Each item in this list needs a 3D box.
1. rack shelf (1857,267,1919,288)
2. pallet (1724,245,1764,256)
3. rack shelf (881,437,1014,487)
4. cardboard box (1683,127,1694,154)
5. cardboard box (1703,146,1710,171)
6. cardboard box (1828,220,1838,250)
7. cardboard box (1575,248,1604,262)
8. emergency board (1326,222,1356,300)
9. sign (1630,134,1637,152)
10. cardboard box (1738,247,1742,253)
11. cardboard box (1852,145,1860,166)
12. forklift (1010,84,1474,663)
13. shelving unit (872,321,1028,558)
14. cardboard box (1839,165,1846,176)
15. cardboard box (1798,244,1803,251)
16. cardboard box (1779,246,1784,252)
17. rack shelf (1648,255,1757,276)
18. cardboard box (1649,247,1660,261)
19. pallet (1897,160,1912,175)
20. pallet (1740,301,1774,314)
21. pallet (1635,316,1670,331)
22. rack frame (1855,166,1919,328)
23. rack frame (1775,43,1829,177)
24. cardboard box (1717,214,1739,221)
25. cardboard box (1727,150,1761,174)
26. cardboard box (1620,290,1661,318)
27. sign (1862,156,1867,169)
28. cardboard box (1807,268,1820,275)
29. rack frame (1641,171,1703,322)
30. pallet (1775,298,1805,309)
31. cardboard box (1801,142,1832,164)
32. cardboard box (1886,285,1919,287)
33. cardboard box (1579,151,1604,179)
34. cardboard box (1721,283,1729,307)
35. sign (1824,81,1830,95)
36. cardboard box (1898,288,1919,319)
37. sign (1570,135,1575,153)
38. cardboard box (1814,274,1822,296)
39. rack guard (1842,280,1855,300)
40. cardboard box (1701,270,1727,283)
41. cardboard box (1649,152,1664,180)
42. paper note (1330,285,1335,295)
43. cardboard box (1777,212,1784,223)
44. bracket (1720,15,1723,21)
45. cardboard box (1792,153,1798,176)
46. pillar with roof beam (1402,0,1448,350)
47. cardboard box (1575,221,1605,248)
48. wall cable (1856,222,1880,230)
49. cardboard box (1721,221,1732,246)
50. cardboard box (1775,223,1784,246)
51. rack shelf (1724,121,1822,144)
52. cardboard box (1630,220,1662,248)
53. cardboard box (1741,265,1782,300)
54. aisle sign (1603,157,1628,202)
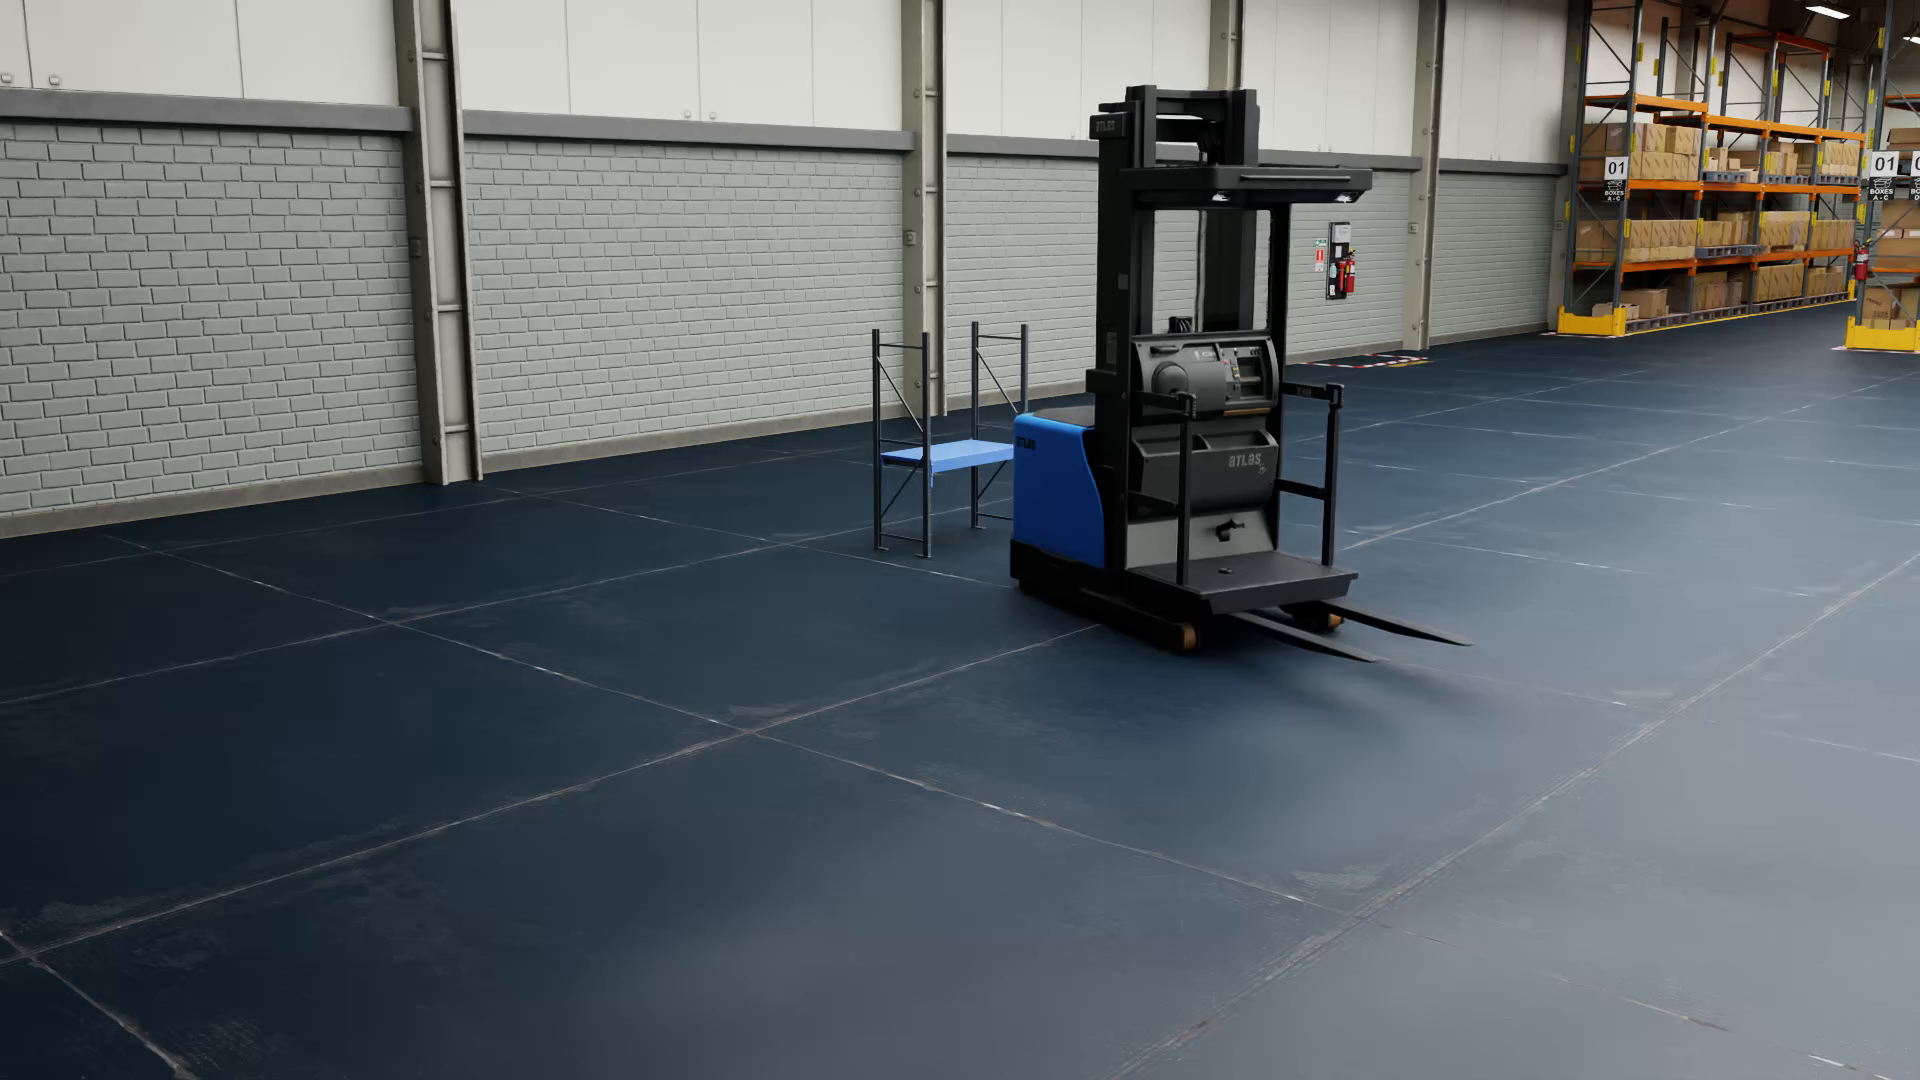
[{"bbox_3d":[16.724,-4.601,28.926,1.077,0.370,4.000,10,15,40],"label":"rack shelf"},{"bbox_3d":[16.571,-6.264,35.904,1.213,0.211,1.003,10,15,40],"label":"pallet"},{"bbox_3d":[-0.056,-0.547,11.537,0.538,0.185,1.000,10,15,40],"label":"rack shelf"},{"bbox_3d":[13.838,-7.717,32.172,0.500,0.500,0.500,11,16,43],"label":"cardboard box"},{"bbox_3d":[14.742,-7.684,33.539,0.500,0.500,0.500,-9,15,-39],"label":"cardboard box"},{"bbox_3d":[20.931,-7.505,40.862,0.980,0.700,0.700,9,14,38],"label":"cardboard box"},{"bbox_3d":[11.843,-5.330,31.069,0.500,0.250,0.500,10,15,41],"label":"cardboard box"},{"bbox_3d":[5.872,-4.273,25.447,0.194,1.169,0.643,10,15,40],"label":"emergency board"},{"bbox_3d":[12.088,-7.129,29.856,0.100,0.325,0.005,10,15,40],"label":"sign"},{"bbox_3d":[17.352,-6.382,36.595,0.380,0.149,0.250,9,15,40],"label":"cardboard box"},{"bbox_3d":[21.964,-9.531,41.253,0.500,0.500,0.500,10,15,40],"label":"cardboard box"},{"bbox_3d":[1.466,-0.944,8.954,1.130,2.935,3.031,-6,13,-29],"label":"forklift"},{"bbox_3d":[-0.056,-0.723,11.501,0.538,1.500,1.048,10,15,40],"label":"shelving unit"},{"bbox_3d":[21.275,-9.010,40.561,0.500,0.250,0.500,9,15,39],"label":"cardboard box"},{"bbox_3d":[19.442,-6.825,38.815,0.380,0.149,0.250,10,15,41],"label":"cardboard box"},{"bbox_3d":[18.535,-6.647,37.921,0.380,0.149,0.250,10,15,42],"label":"cardboard box"},{"bbox_3d":[15.641,-5.830,35.077,1.077,0.370,4.000,10,15,40],"label":"rack shelf"},{"bbox_3d":[12.914,-5.419,31.516,0.500,0.250,0.500,9,15,39],"label":"cardboard box"},{"bbox_3d":[15.890,-6.188,27.602,1.003,0.211,1.213,10,15,40],"label":"pallet"},{"bbox_3d":[17.538,-5.215,37.285,1.003,0.211,1.213,10,15,40],"label":"pallet"},{"bbox_3d":[13.099,-4.237,32.386,1.003,0.211,1.213,10,15,40],"label":"pallet"},{"bbox_3d":[15.404,-4.660,27.383,1.000,3.000,0.127,10,15,40],"label":"rack frame"},{"bbox_3d":[19.601,-10.007,38.838,1.000,3.000,0.127,10,15,40],"label":"rack frame"},{"bbox_3d":[16.555,-6.956,35.843,0.380,0.149,0.250,7,13,31],"label":"cardboard box"},{"bbox_3d":[17.232,-8.290,36.521,0.700,0.500,0.500,8,14,36],"label":"cardboard box"},{"bbox_3d":[13.103,-4.565,32.168,0.700,0.500,0.500,9,14,37],"label":"cardboard box"},{"bbox_3d":[22.640,-9.448,41.638,0.100,0.325,0.005,10,15,40],"label":"sign"},{"bbox_3d":[20.535,-6.487,40.185,0.380,0.149,0.250,10,15,42],"label":"cardboard box"},{"bbox_3d":[14.321,-5.888,33.533,1.000,3.000,0.127,10,15,40],"label":"rack frame"},{"bbox_3d":[19.149,-5.574,39.082,1.003,0.211,1.213,10,15,40],"label":"pallet"},{"bbox_3d":[20.283,-9.154,39.366,0.500,0.500,0.500,10,15,40],"label":"cardboard box"},{"bbox_3d":[16.514,-4.225,29.239,0.500,0.500,0.500,10,15,40],"label":"cardboard box"},{"bbox_3d":[11.765,-6.924,30.752,0.500,0.500,0.500,-11,16,-43],"label":"cardboard box"},{"bbox_3d":[16.098,-5.293,35.813,0.700,0.500,0.500,10,15,40],"label":"cardboard box"},{"bbox_3d":[20.017,-10.436,38.397,0.100,0.325,0.005,10,15,40],"label":"sign"},{"bbox_3d":[16.253,-4.009,28.158,0.500,0.500,0.500,10,15,40],"label":"cardboard box"},{"bbox_3d":[11.276,-7.279,30.580,0.100,0.325,0.005,10,15,40],"label":"sign"},{"bbox_3d":[20.506,-6.216,40.482,0.700,0.500,0.500,10,15,40],"label":"cardboard box"},{"bbox_3d":[22.258,-6.431,42.635,1.175,0.500,0.348,10,15,40],"label":"rack guard"},{"bbox_3d":[16.102,-5.646,35.664,0.500,0.250,0.500,10,15,41],"label":"cardboard box"},{"bbox_3d":[12.810,-6.998,31.123,0.500,0.500,0.500,11,16,43],"label":"cardboard box"},{"bbox_3d":[5.703,-3.824,25.447,0.016,0.148,0.142,10,15,40],"label":"paper note"},{"bbox_3d":[18.136,-7.236,37.300,0.500,0.250,0.500,10,15,41],"label":"cardboard box"},{"bbox_3d":[15.994,-11.119,35.218,0.235,0.232,0.430,10,15,40],"label":"bracket"},{"bbox_3d":[18.938,-8.686,38.502,0.700,0.500,0.500,9,14,37],"label":"cardboard box"},{"bbox_3d":[10.766,-7.017,23.868,9.100,9.000,0.400,10,15,40],"label":"pillar with roof beam"},{"bbox_3d":[11.832,-5.700,31.011,0.500,0.500,0.500,10,15,40],"label":"cardboard box"},{"bbox_3d":[26.244,-9.859,46.024,3.097,2.526,0.112,10,15,40],"label":"wall cable"},{"bbox_3d":[15.853,-6.485,35.142,0.700,0.500,0.500,10,15,40],"label":"cardboard box"},{"bbox_3d":[18.155,-6.868,37.375,0.500,0.500,0.500,10,15,40],"label":"cardboard box"},{"bbox_3d":[18.281,-9.164,37.475,1.077,0.370,4.000,10,15,40],"label":"rack shelf"},{"bbox_3d":[12.901,-5.782,31.417,0.500,0.500,0.500,9,14,39],"label":"cardboard box"},{"bbox_3d":[18.128,-5.848,37.747,0.750,0.750,0.750,10,15,40],"label":"cardboard box"},{"bbox_3d":[11.858,-6.525,30.085,0.394,0.787,0.004,10,15,40],"label":"aisle sign"}]
